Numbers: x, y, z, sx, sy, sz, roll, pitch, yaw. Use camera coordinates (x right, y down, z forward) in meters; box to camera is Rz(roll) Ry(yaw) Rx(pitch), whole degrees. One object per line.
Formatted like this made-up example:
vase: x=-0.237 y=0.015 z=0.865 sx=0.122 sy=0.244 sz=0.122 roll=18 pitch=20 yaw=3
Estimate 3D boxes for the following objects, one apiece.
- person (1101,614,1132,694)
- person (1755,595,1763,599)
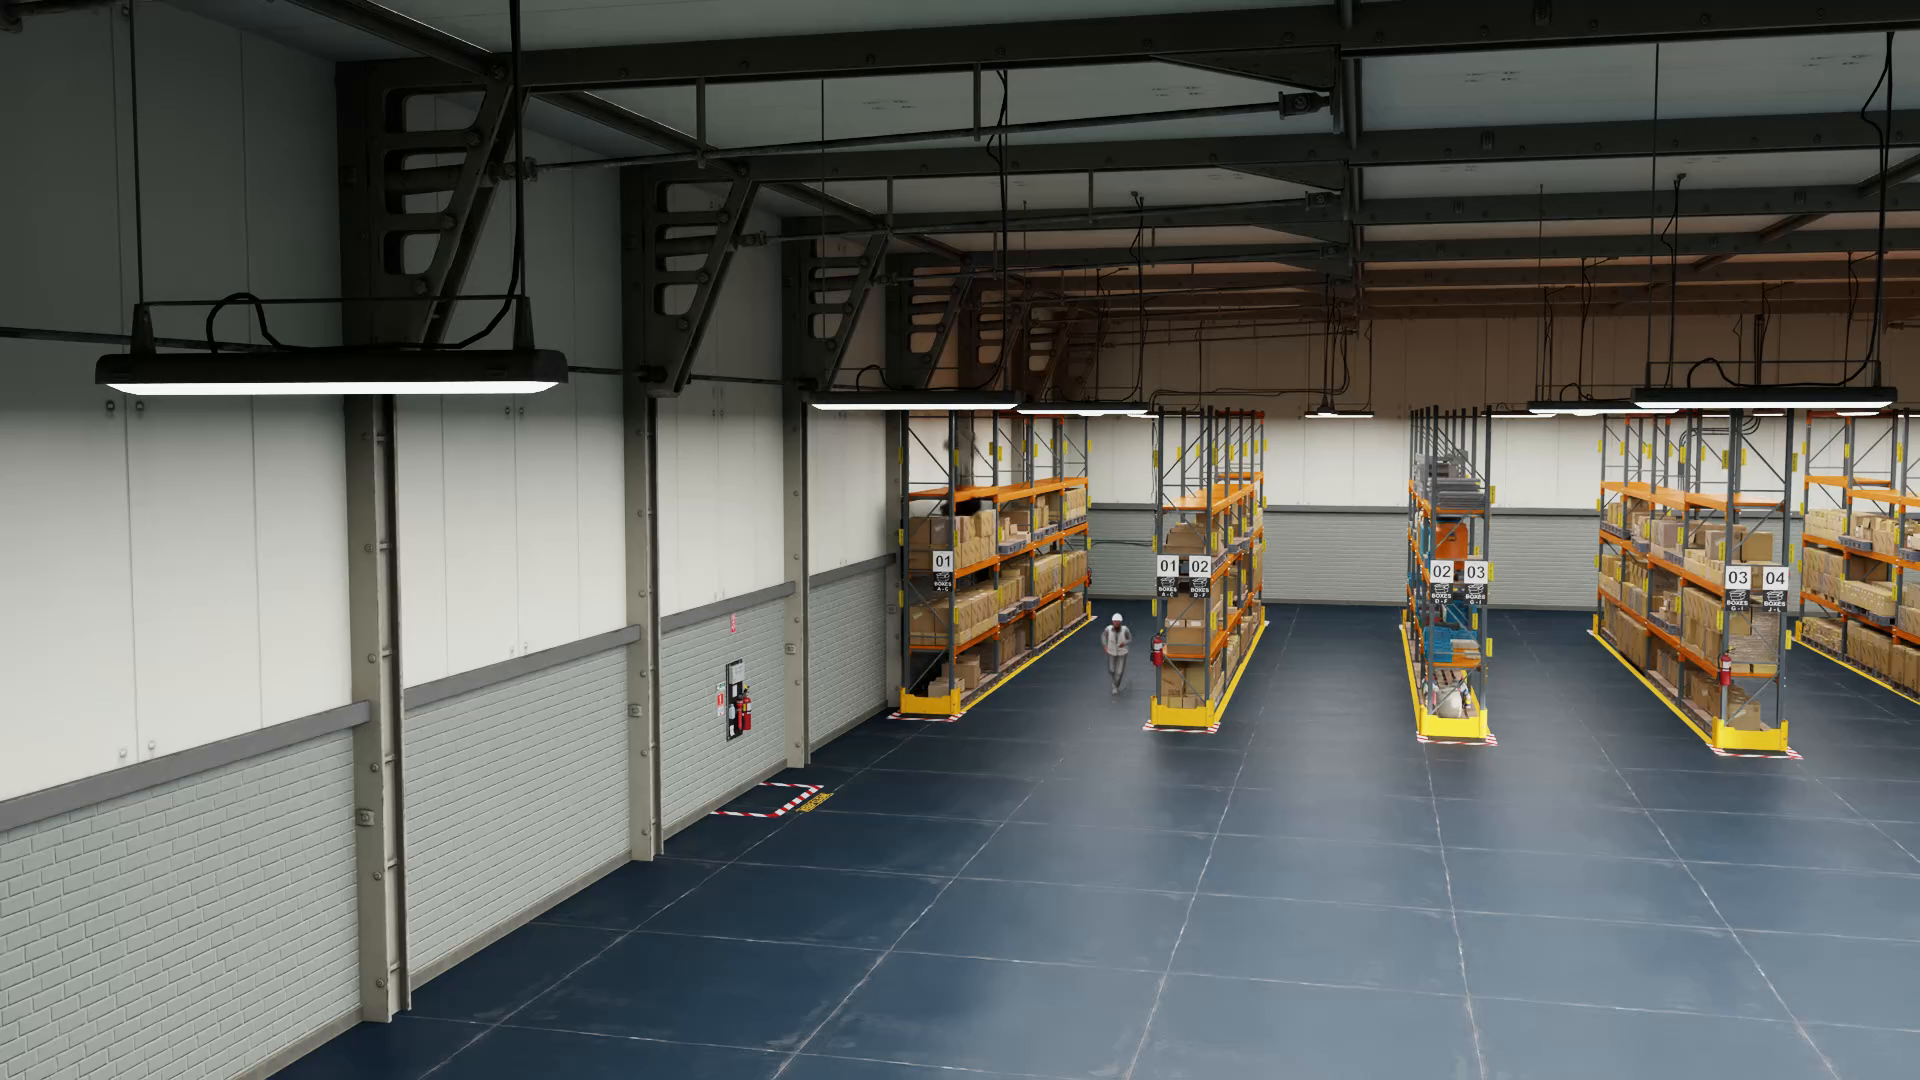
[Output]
person: x=3.279 y=2.386 z=34.854 sx=0.647 sy=1.703 sz=0.721 roll=0 pitch=4 yaw=4
person: x=21.385 y=1.670 z=44.103 sx=0.885 sy=1.783 sz=0.710 roll=-1 pitch=4 yaw=-8
